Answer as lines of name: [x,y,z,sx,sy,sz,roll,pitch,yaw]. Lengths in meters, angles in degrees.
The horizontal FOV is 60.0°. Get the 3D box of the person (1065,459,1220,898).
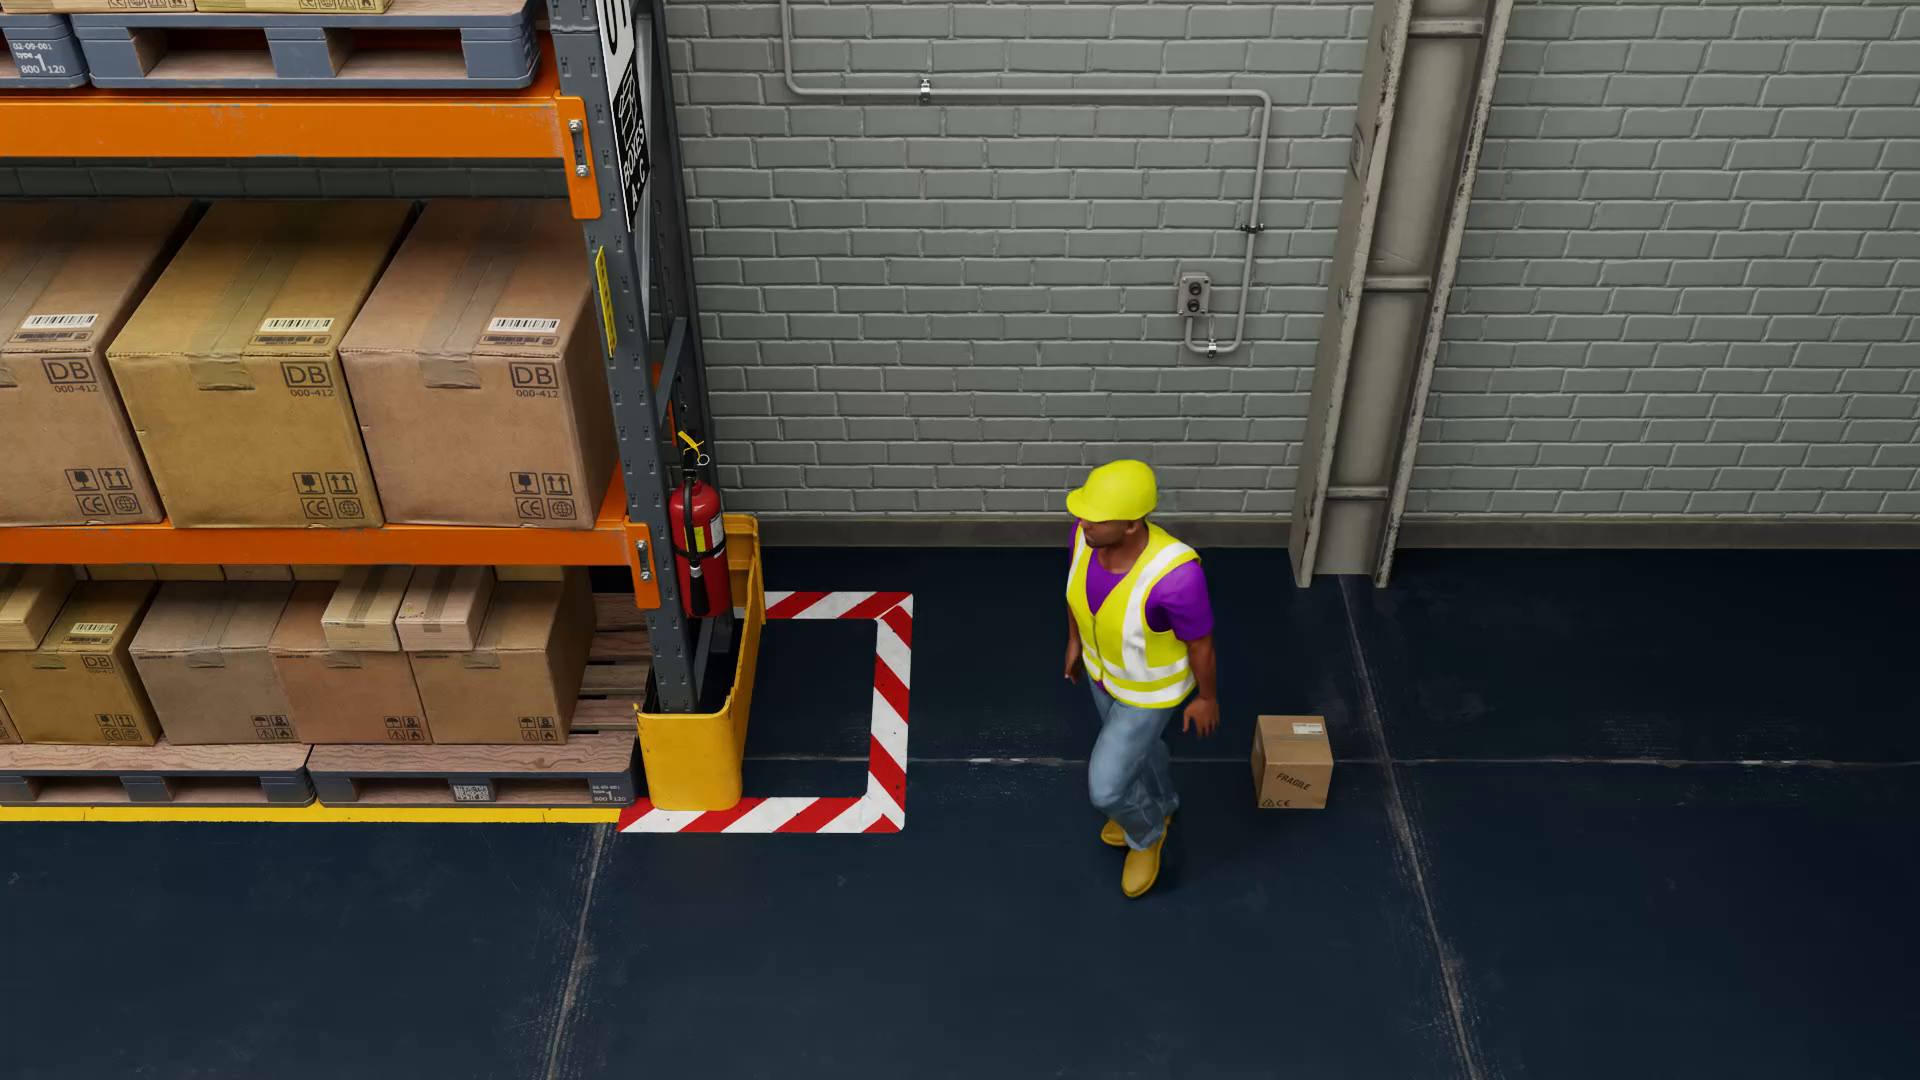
person: [0.582,0.431,5.580,0.531,1.743,0.608,-22,44,-25]
